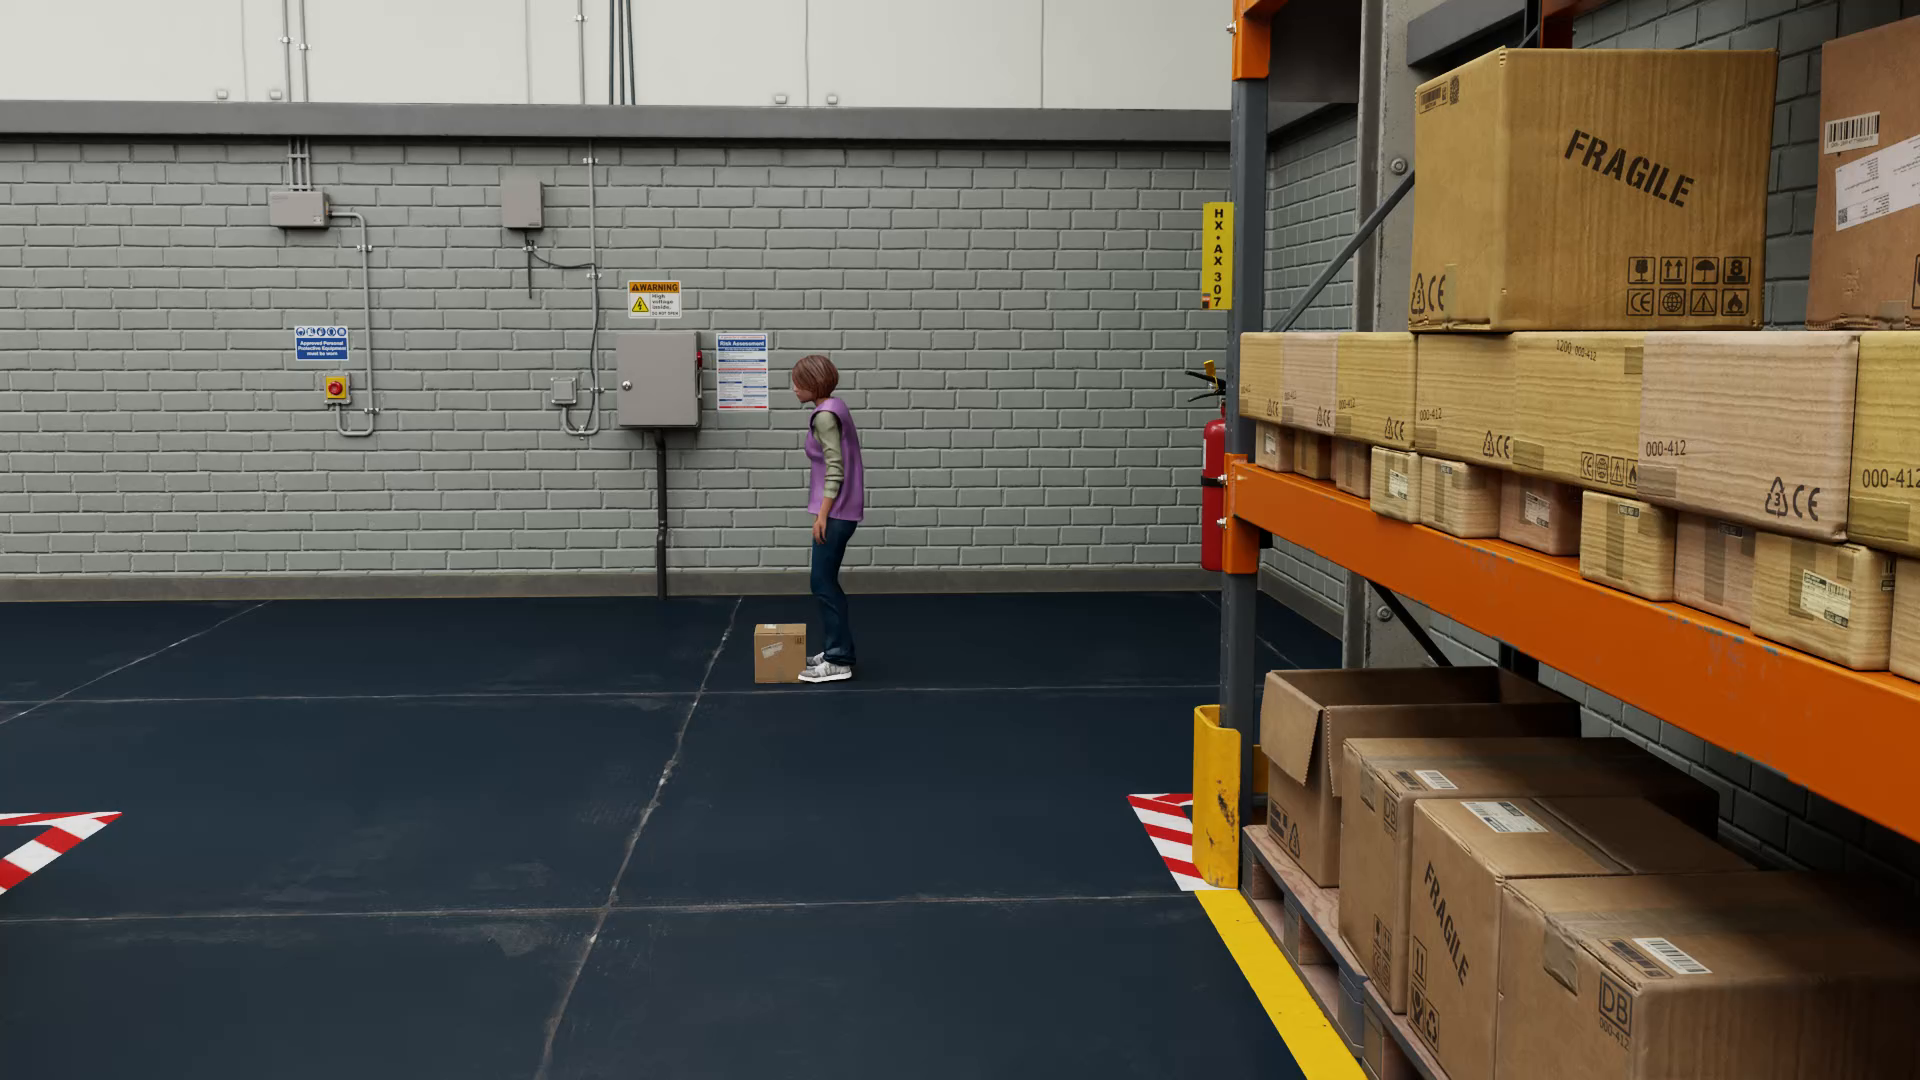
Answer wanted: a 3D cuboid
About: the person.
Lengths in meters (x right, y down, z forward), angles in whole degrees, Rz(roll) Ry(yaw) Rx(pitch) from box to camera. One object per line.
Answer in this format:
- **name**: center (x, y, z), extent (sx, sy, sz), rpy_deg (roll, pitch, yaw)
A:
- **person**: center (-0.644, -0.052, 8.189), extent (0.344, 1.478, 0.460), rpy_deg (0, 7, -3)
